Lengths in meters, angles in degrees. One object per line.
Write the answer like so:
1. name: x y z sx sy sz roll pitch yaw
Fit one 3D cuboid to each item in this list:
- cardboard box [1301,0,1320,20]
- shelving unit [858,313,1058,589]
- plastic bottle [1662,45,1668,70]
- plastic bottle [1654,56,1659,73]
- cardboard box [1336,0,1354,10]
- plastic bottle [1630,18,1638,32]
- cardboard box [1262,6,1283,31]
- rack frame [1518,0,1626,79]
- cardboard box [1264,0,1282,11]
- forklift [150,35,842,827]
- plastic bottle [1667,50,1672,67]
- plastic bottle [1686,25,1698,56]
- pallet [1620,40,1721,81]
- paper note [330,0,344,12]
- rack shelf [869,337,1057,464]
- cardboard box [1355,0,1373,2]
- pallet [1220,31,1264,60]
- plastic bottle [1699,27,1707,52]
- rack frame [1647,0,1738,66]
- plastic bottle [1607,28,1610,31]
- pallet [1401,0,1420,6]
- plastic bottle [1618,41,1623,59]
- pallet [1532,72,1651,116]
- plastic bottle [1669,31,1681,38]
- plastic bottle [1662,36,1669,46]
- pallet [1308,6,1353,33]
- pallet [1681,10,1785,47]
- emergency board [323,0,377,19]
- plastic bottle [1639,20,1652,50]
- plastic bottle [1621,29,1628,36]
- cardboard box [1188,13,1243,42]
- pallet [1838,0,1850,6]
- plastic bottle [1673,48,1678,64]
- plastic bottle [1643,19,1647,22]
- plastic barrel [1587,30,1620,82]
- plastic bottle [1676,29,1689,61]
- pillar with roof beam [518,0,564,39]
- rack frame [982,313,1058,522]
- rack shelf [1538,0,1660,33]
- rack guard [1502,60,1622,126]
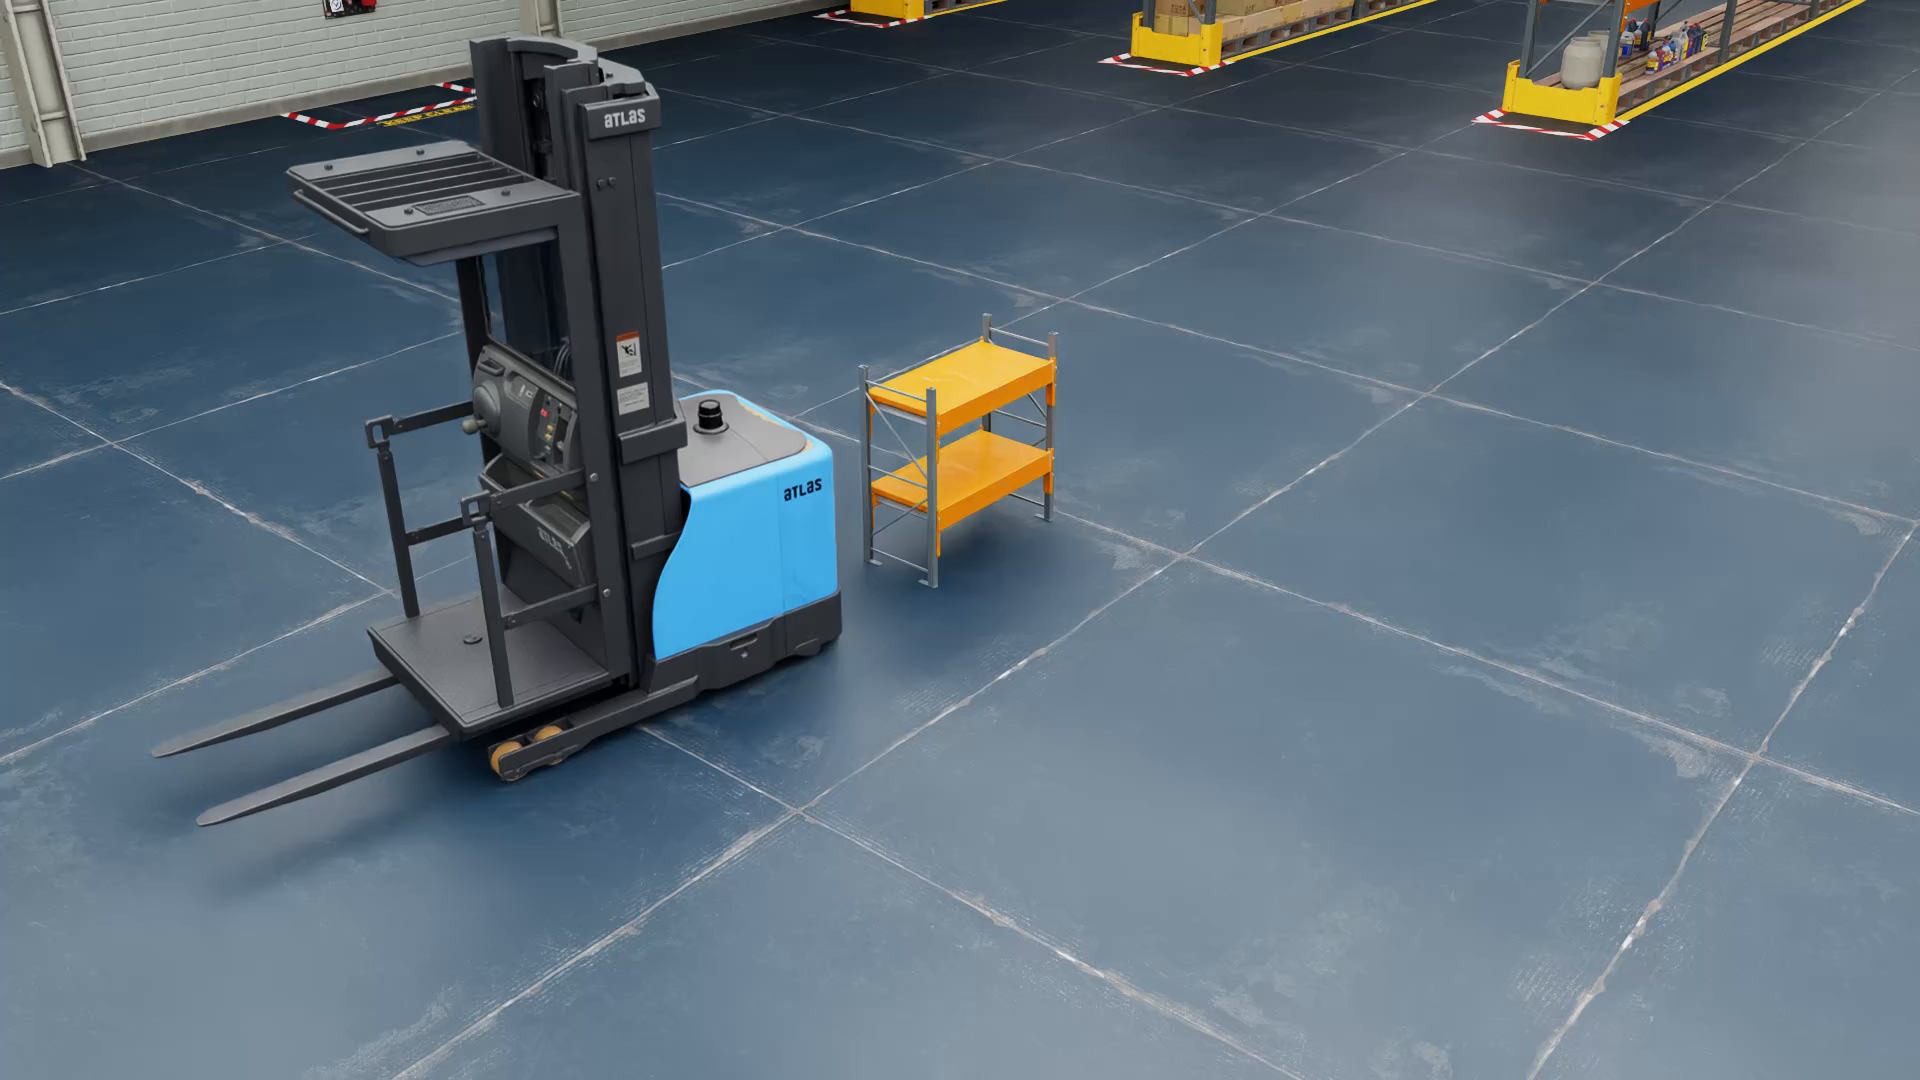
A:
1. cardboard box: 4.515 -7.208 22.455 0.500 0.250 0.500 21 34 34
2. shelving unit: 0.004 -0.502 8.996 0.538 1.125 1.048 21 34 34
3. plastic bottle: 8.160 -5.617 19.334 0.097 0.271 0.097 0 27 0
4. plastic bottle: 8.008 -5.501 19.186 0.097 0.201 0.097 0 27 0
5. cardboard box: 5.147 -7.564 23.143 0.500 0.250 0.500 21 34 34
6. plastic bottle: 8.259 -6.232 20.437 0.144 0.351 0.185 22 34 36
7. cardboard box: 3.875 -6.855 21.772 0.500 0.250 0.500 21 34 34
8. rack frame: 6.549 -5.960 17.507 1.000 3.000 0.127 21 34 34
9. cardboard box: 3.866 -7.191 21.606 0.500 0.500 0.500 21 34 34
10. forklift: -2.045 -0.529 7.083 3.031 2.935 1.130 -21 34 -34
11. plastic bottle: 8.287 -5.657 19.486 0.097 0.201 0.097 0 27 0
12. plastic bottle: 8.784 -6.017 20.020 0.144 0.351 0.185 19 33 32
13. pallet: 8.634 -5.914 20.452 1.003 0.211 1.213 21 34 34
14. paper note: -6.902 -5.930 18.408 0.016 0.148 0.142 21 34 34
15. rack shelf: 0.004 -0.762 8.862 0.538 0.278 1.000 21 34 34
16. cardboard box: 5.721 -7.863 23.721 0.500 0.250 0.500 20 33 33
17. pallet: 3.183 -6.454 21.496 1.003 0.211 1.213 21 34 34
18. plastic bottle: 9.042 -6.100 20.255 0.061 0.283 0.133 23 35 37
19. rack frame: 9.093 -7.378 20.248 1.000 3.000 0.127 21 34 34
20. plastic bottle: 7.751 -5.949 19.889 0.144 0.351 0.185 22 35 36
21. pallet: 6.487 -8.296 25.056 1.003 0.211 1.213 21 34 34
22. plastic bottle: 7.872 -5.863 19.885 0.097 0.201 0.097 0 27 0
23. pallet: 7.082 -5.049 18.780 1.003 0.211 1.213 21 34 34
24. plastic bottle: 8.653 -6.018 20.103 0.152 0.276 0.135 21 34 34
25. plastic bottle: 8.389 -5.847 19.765 0.061 0.283 0.133 21 34 34
26. pallet: 4.735 -7.319 23.168 1.003 0.211 1.213 21 34 34
27. pallet: 10.338 -6.864 22.289 1.003 0.211 1.213 21 34 34
28. emergency board: -6.736 -6.364 18.288 0.194 1.169 0.643 21 34 34
29. plastic bottle: 8.371 -6.190 20.355 0.144 0.351 0.185 21 34 34
30. plastic bottle: 8.075 -6.067 20.204 0.097 0.271 0.097 0 27 0
31. cardboard box: 3.242 -6.499 21.085 0.500 0.250 0.500 21 34 34
32. pallet: 12.883 -8.280 25.026 1.003 0.211 1.213 21 34 34
33. plastic bottle: 8.418 -5.729 19.627 0.097 0.201 0.097 0 27 0
34. plastic bottle: 8.552 -6.377 20.803 0.097 0.271 0.097 0 27 0
35. plastic barrel: 7.227 -5.475 18.819 0.421 0.512 0.421 0 27 0
36. plastic bottle: 8.578 -5.902 19.798 0.144 0.351 0.185 21 34 34
37. pillar with roof beam: -1.813 -8.636 16.149 9.100 9.000 0.400 21 34 34
38. rack frame: 0.328 -0.682 9.345 0.500 1.125 0.032 21 34 34
39. rack shelf: 7.821 -6.350 19.043 1.077 0.370 4.000 21 34 34
40. rack guard: 6.561 -4.891 18.160 1.175 0.500 0.348 21 34 34
